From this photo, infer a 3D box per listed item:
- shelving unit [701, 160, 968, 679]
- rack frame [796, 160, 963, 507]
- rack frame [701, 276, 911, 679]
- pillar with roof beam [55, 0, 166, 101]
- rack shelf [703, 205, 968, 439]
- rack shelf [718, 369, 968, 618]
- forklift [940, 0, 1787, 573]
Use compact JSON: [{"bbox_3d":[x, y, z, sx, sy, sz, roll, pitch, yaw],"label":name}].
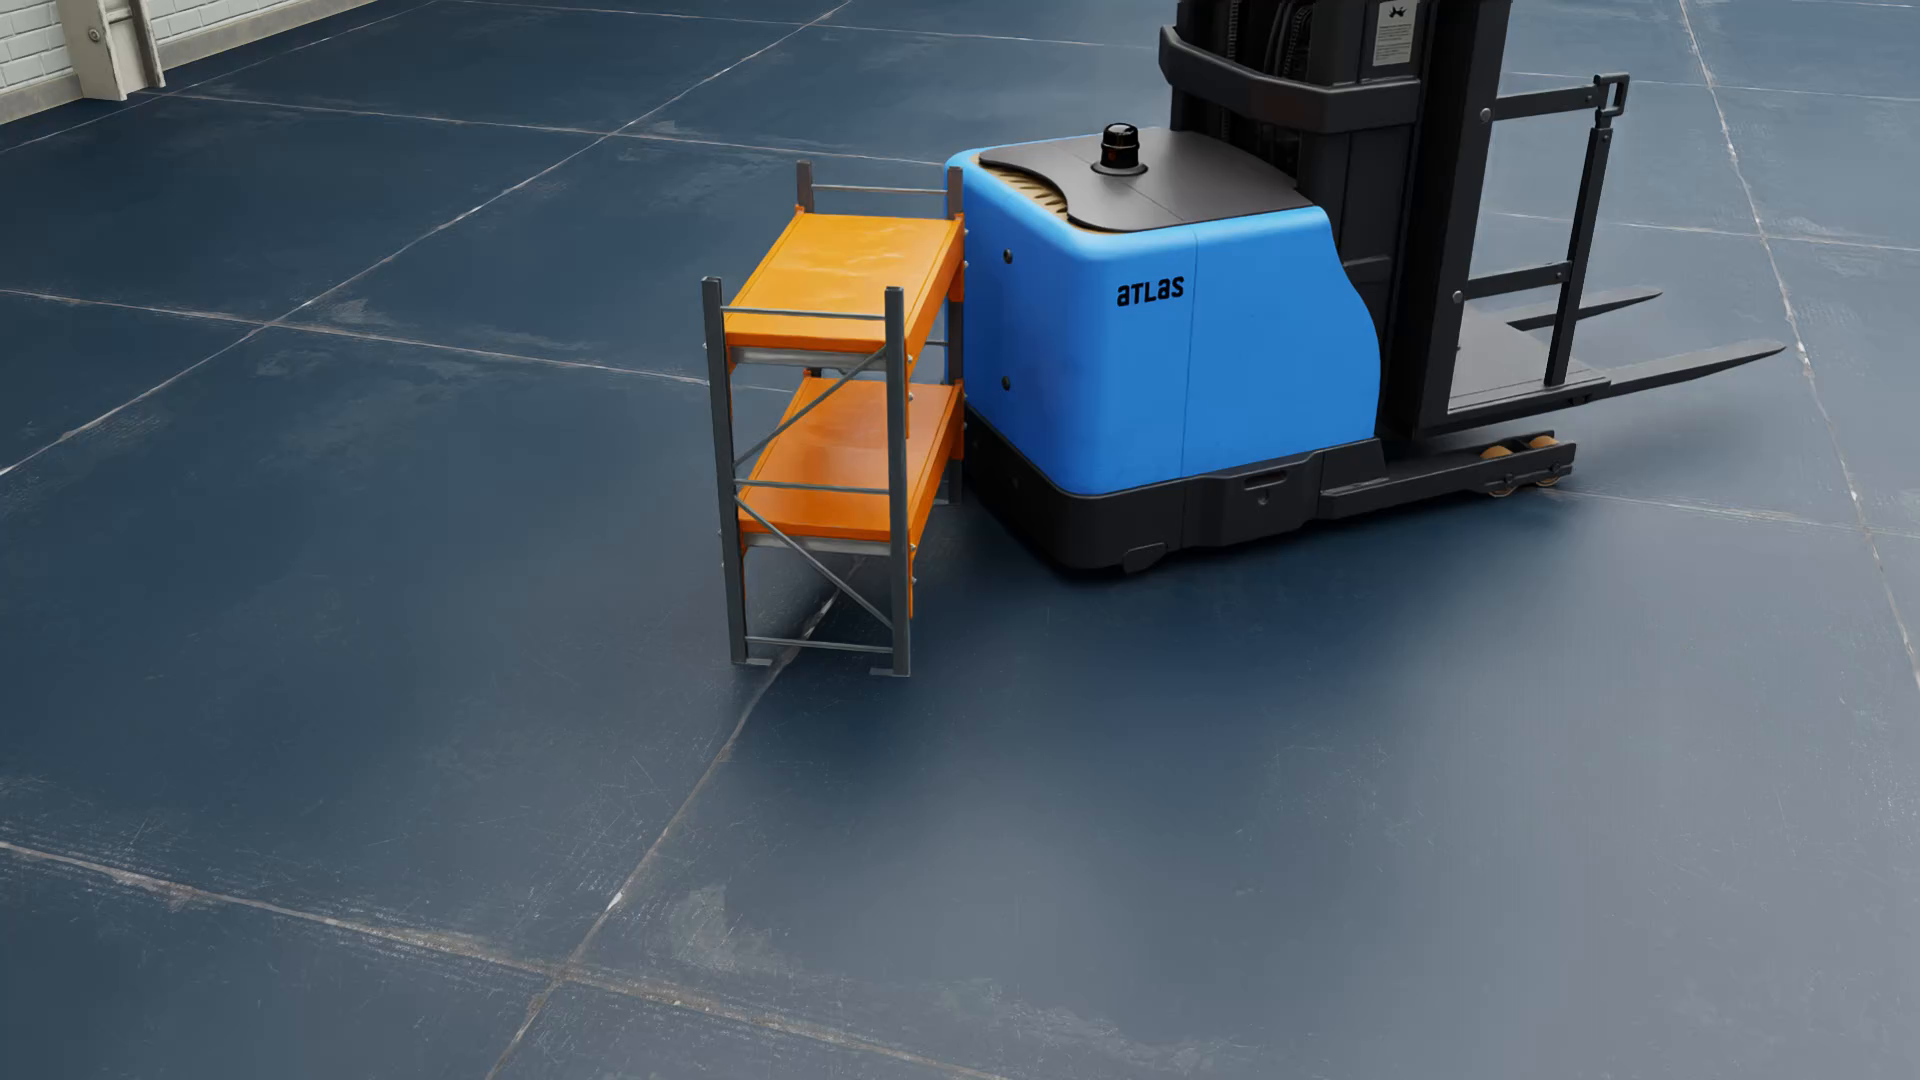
[{"bbox_3d":[-0.313,-0.380,4.776,0.538,1.125,1.048,4,29,7],"label":"shelving unit"},{"bbox_3d":[-0.240,-0.624,5.215,0.500,1.125,0.032,4,29,7],"label":"rack frame"},{"bbox_3d":[-0.386,-0.135,4.336,0.500,1.125,0.032,4,29,7],"label":"rack frame"},{"bbox_3d":[-1.017,-6.072,6.909,9.100,9.000,0.400,8,30,15],"label":"pillar with roof beam"},{"bbox_3d":[-0.313,-0.636,4.633,0.538,0.278,1.000,4,29,7],"label":"rack shelf"},{"bbox_3d":[-0.313,-0.166,4.895,0.538,0.278,1.000,4,29,7],"label":"rack shelf"},{"bbox_3d":[1.497,-1.644,5.190,3.031,2.935,1.130,-12,31,-21],"label":"forklift"}]
